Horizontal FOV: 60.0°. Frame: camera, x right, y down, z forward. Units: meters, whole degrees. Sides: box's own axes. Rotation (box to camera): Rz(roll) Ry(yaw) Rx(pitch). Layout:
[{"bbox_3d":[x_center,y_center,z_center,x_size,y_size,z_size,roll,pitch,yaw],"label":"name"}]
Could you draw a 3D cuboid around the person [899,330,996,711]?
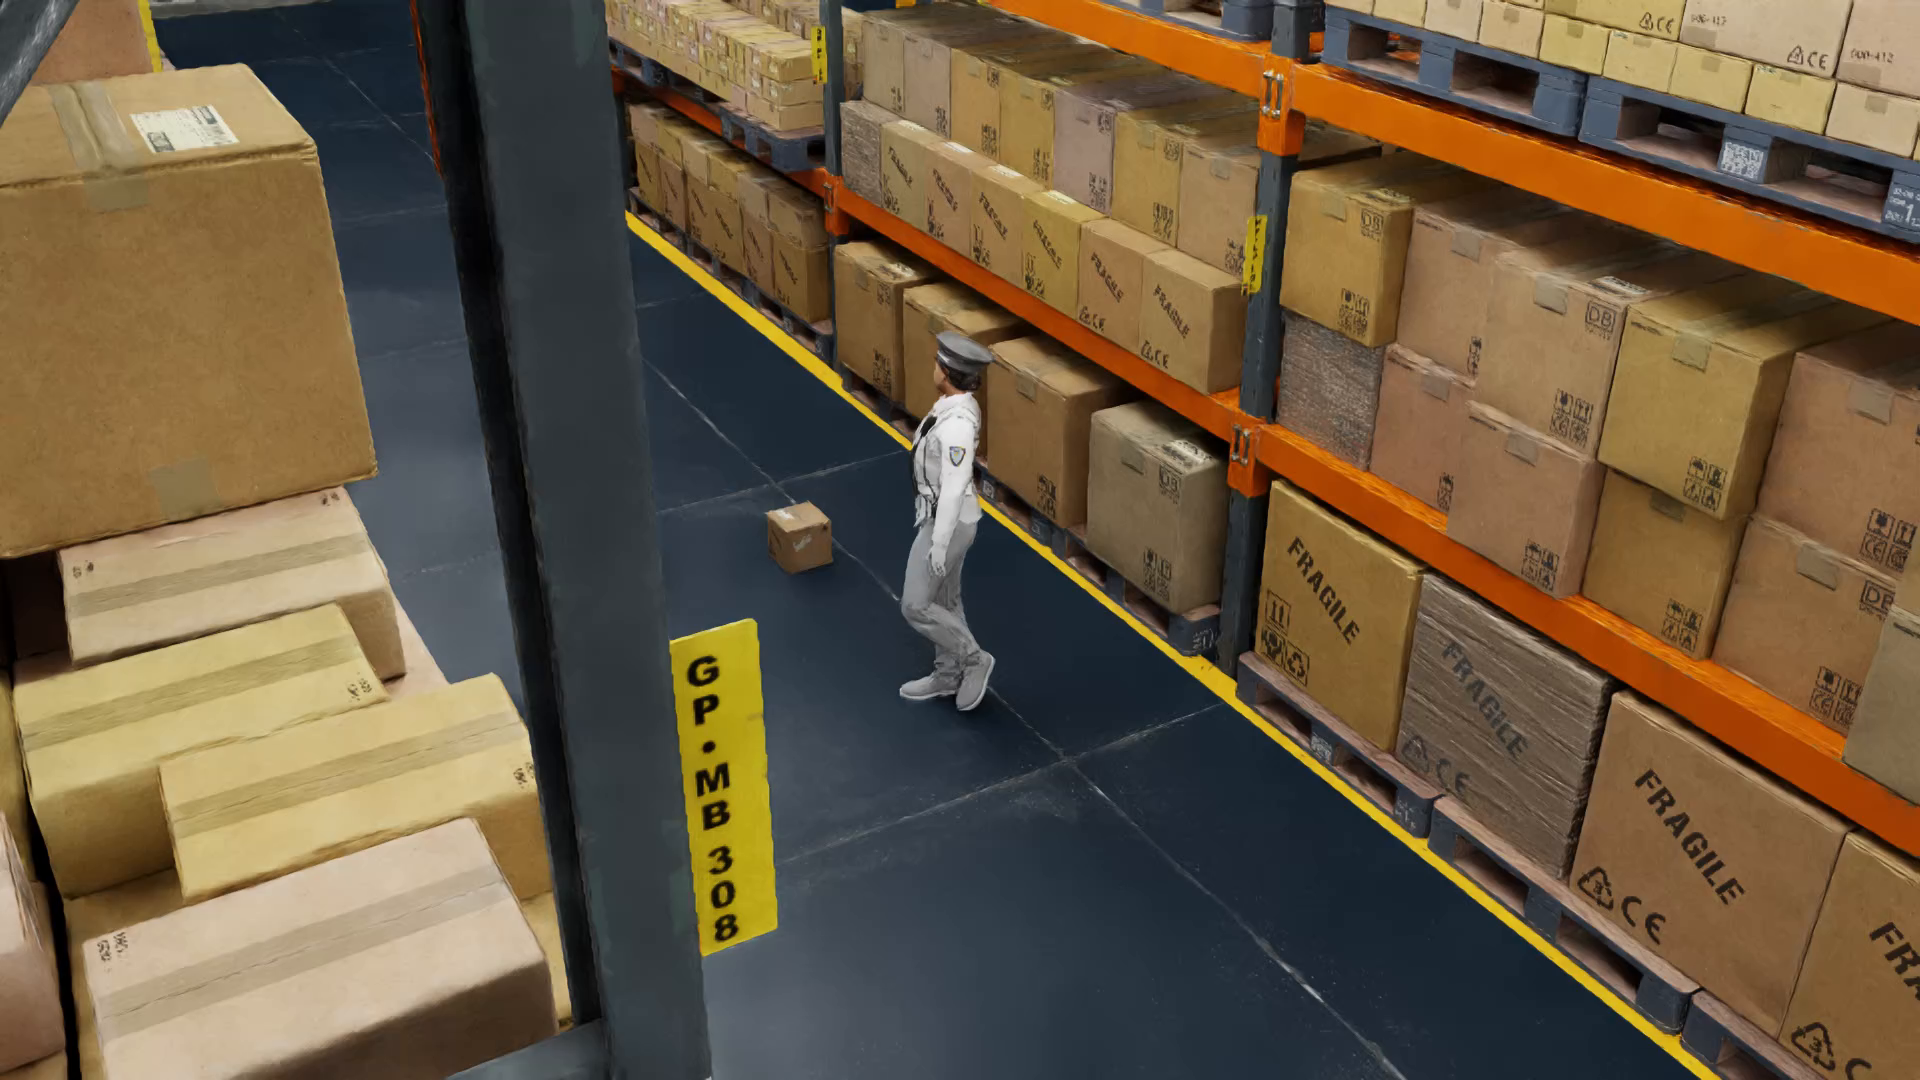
[{"bbox_3d":[-0.061,-0.062,7.228,0.432,1.669,0.554,0,29,-1],"label":"person"}]
